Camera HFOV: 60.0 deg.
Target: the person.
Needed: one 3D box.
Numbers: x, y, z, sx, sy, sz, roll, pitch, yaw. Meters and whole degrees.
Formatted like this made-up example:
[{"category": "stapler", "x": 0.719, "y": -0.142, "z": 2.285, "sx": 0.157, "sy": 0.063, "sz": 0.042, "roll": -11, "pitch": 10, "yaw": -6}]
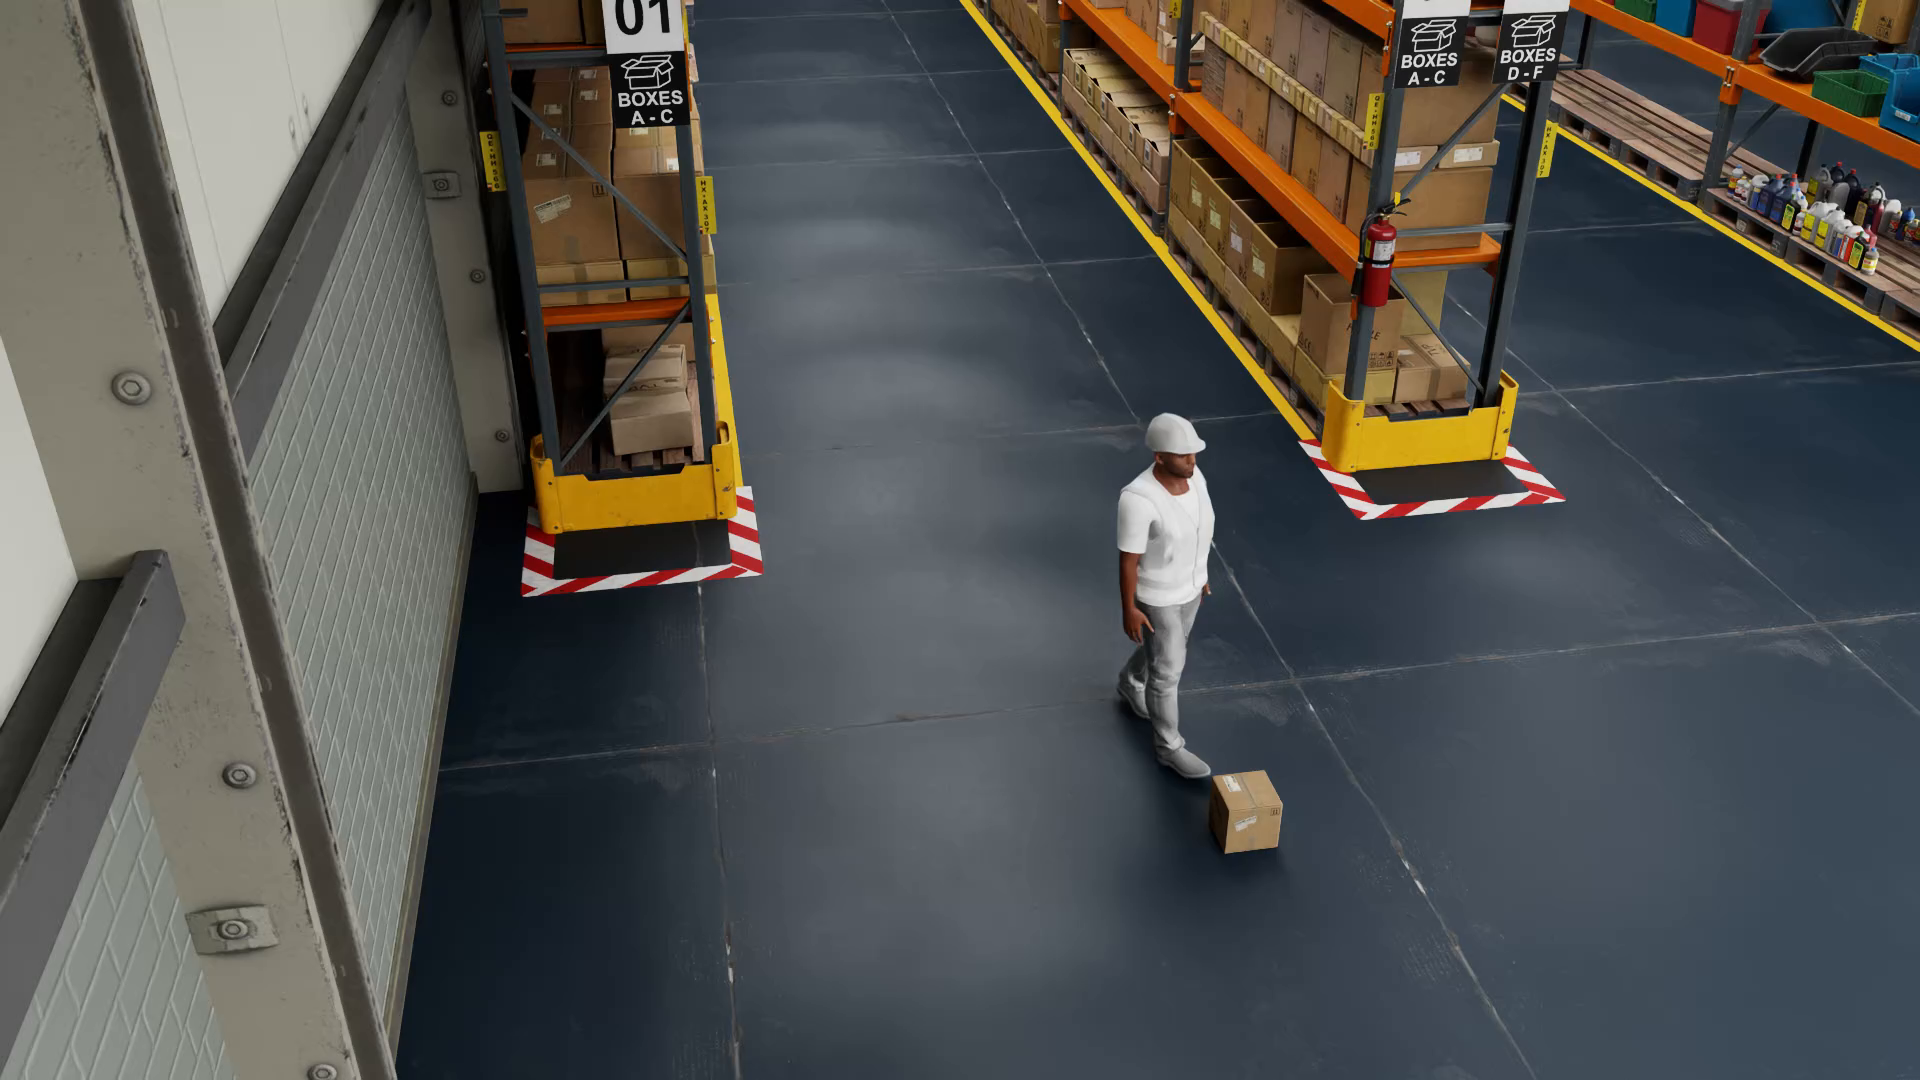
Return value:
[{"category": "person", "x": 0.977, "y": 0.230, "z": 7.721, "sx": 0.736, "sy": 1.768, "sz": 0.577, "roll": 23, "pitch": 38, "yaw": 34}]
